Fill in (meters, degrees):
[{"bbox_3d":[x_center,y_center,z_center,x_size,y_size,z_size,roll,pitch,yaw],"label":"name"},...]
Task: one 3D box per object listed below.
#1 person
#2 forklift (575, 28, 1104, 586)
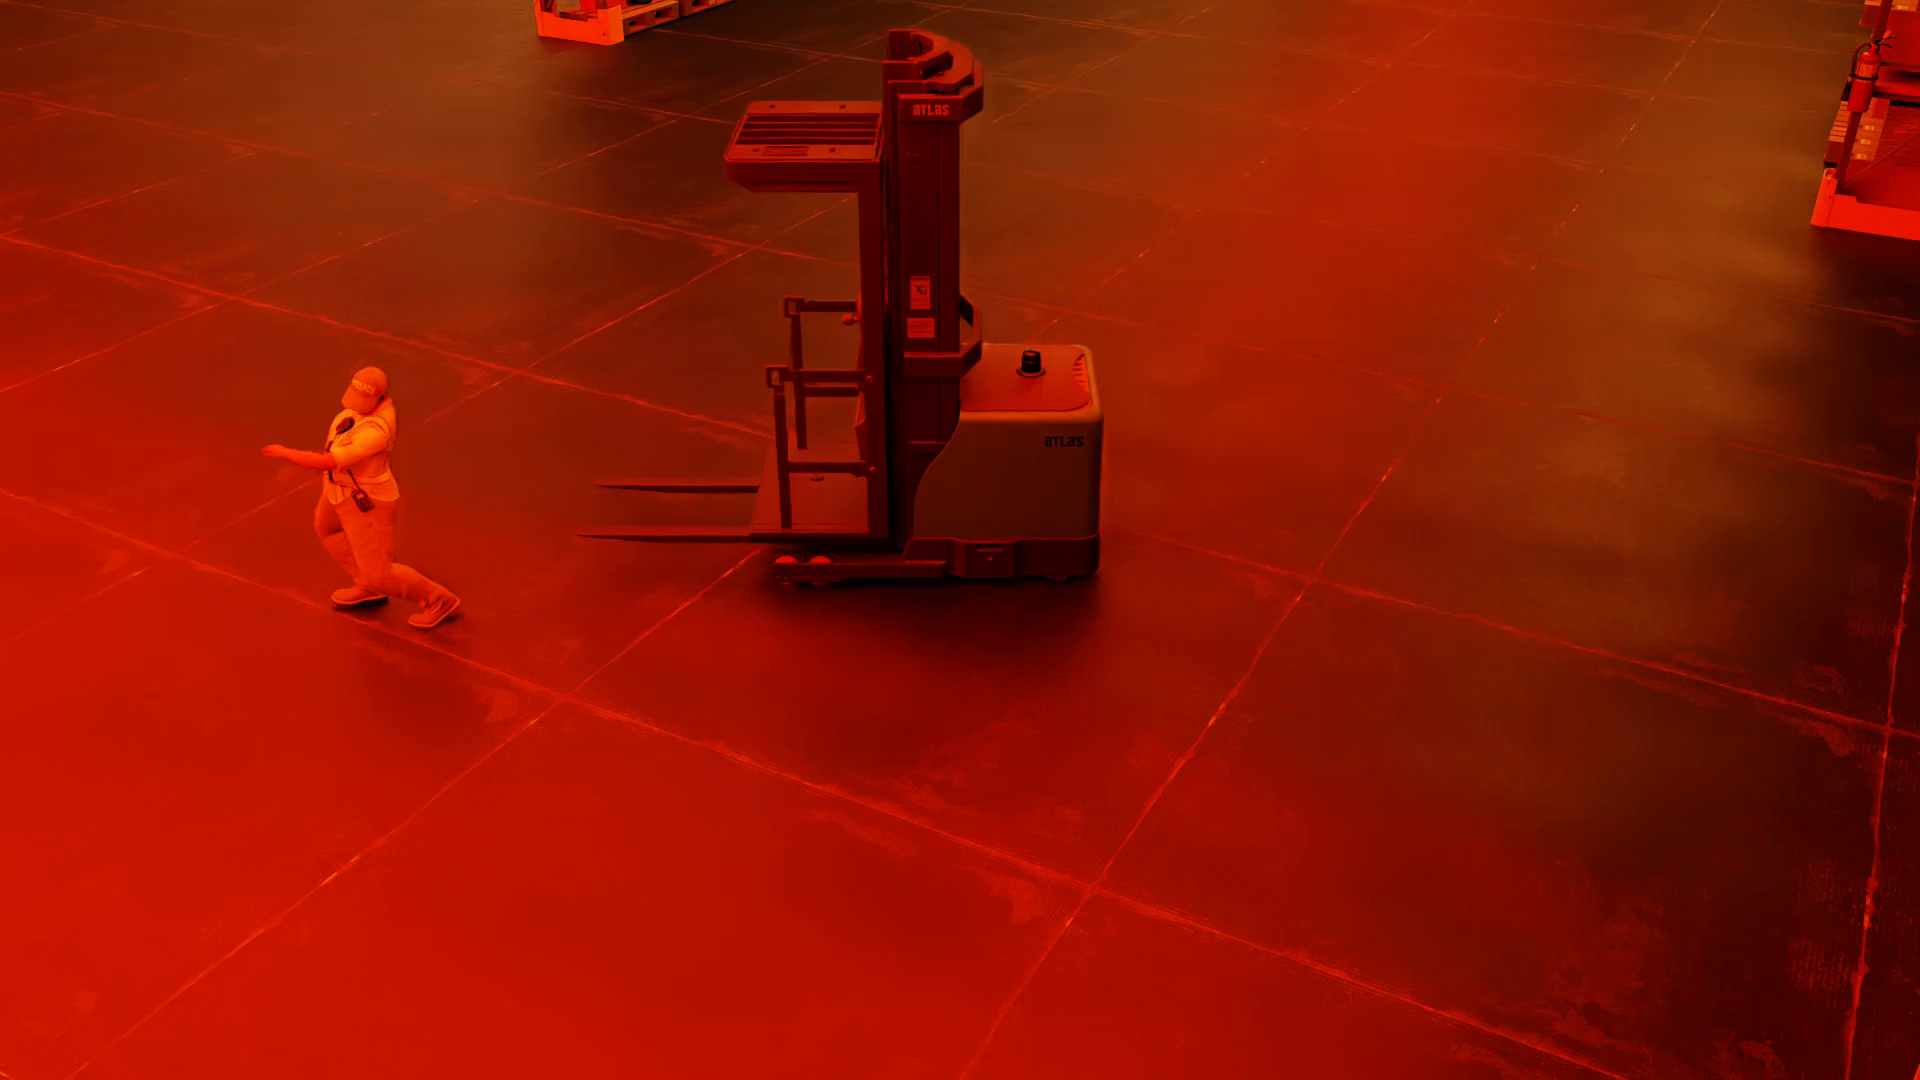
[{"bbox_3d":[-3.272,-0.266,8.937,0.784,1.507,0.811,-16,33,-25],"label":"person"},{"bbox_3d":[-0.710,-1.272,9.275,3.031,2.935,1.130,0,30,0],"label":"forklift"}]
